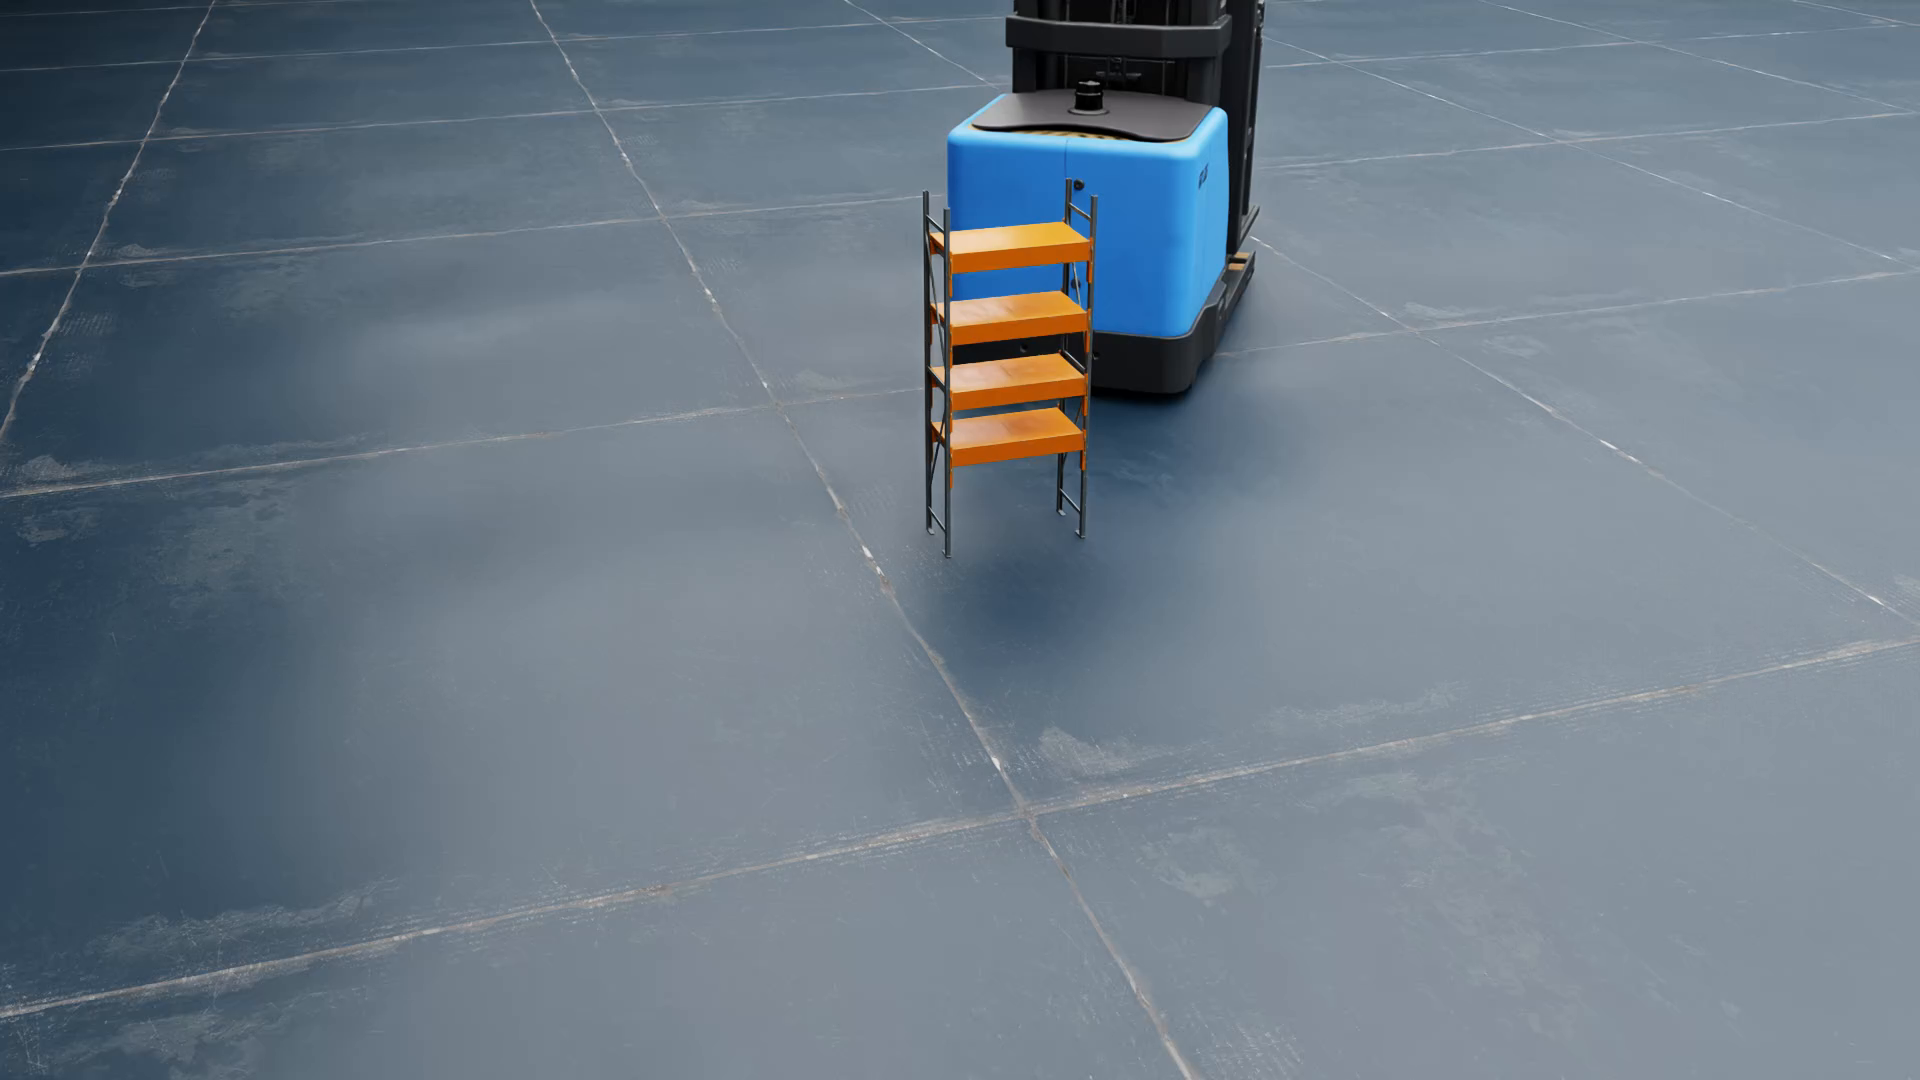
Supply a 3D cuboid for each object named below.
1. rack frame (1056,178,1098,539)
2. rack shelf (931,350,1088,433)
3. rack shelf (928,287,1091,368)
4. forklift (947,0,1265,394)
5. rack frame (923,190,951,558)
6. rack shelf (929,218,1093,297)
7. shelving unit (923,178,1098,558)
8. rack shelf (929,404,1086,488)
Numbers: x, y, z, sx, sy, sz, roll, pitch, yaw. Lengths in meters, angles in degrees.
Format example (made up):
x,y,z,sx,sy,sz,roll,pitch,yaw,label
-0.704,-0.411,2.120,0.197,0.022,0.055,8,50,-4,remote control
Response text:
x,y,z,sx,sy,sz,roll,pitch,yaw,label
0.389,-0.594,5.597,0.015,1.200,0.240,-8,28,-16,rack frame
0.157,-0.500,5.559,0.480,0.148,0.258,-8,28,-16,rack shelf
0.157,-0.700,5.460,0.480,0.148,0.258,-8,28,-16,rack shelf
0.847,-2.545,7.580,1.130,2.935,3.031,8,27,15,forklift
-0.075,-0.527,5.461,0.015,1.200,0.240,-8,28,-16,rack frame
0.157,-0.912,5.354,0.480,0.148,0.258,-8,28,-16,rack shelf
0.157,-0.560,5.529,0.503,1.200,0.258,-8,28,-16,shelving unit
0.157,-0.322,5.647,0.480,0.148,0.258,-8,28,-16,rack shelf
